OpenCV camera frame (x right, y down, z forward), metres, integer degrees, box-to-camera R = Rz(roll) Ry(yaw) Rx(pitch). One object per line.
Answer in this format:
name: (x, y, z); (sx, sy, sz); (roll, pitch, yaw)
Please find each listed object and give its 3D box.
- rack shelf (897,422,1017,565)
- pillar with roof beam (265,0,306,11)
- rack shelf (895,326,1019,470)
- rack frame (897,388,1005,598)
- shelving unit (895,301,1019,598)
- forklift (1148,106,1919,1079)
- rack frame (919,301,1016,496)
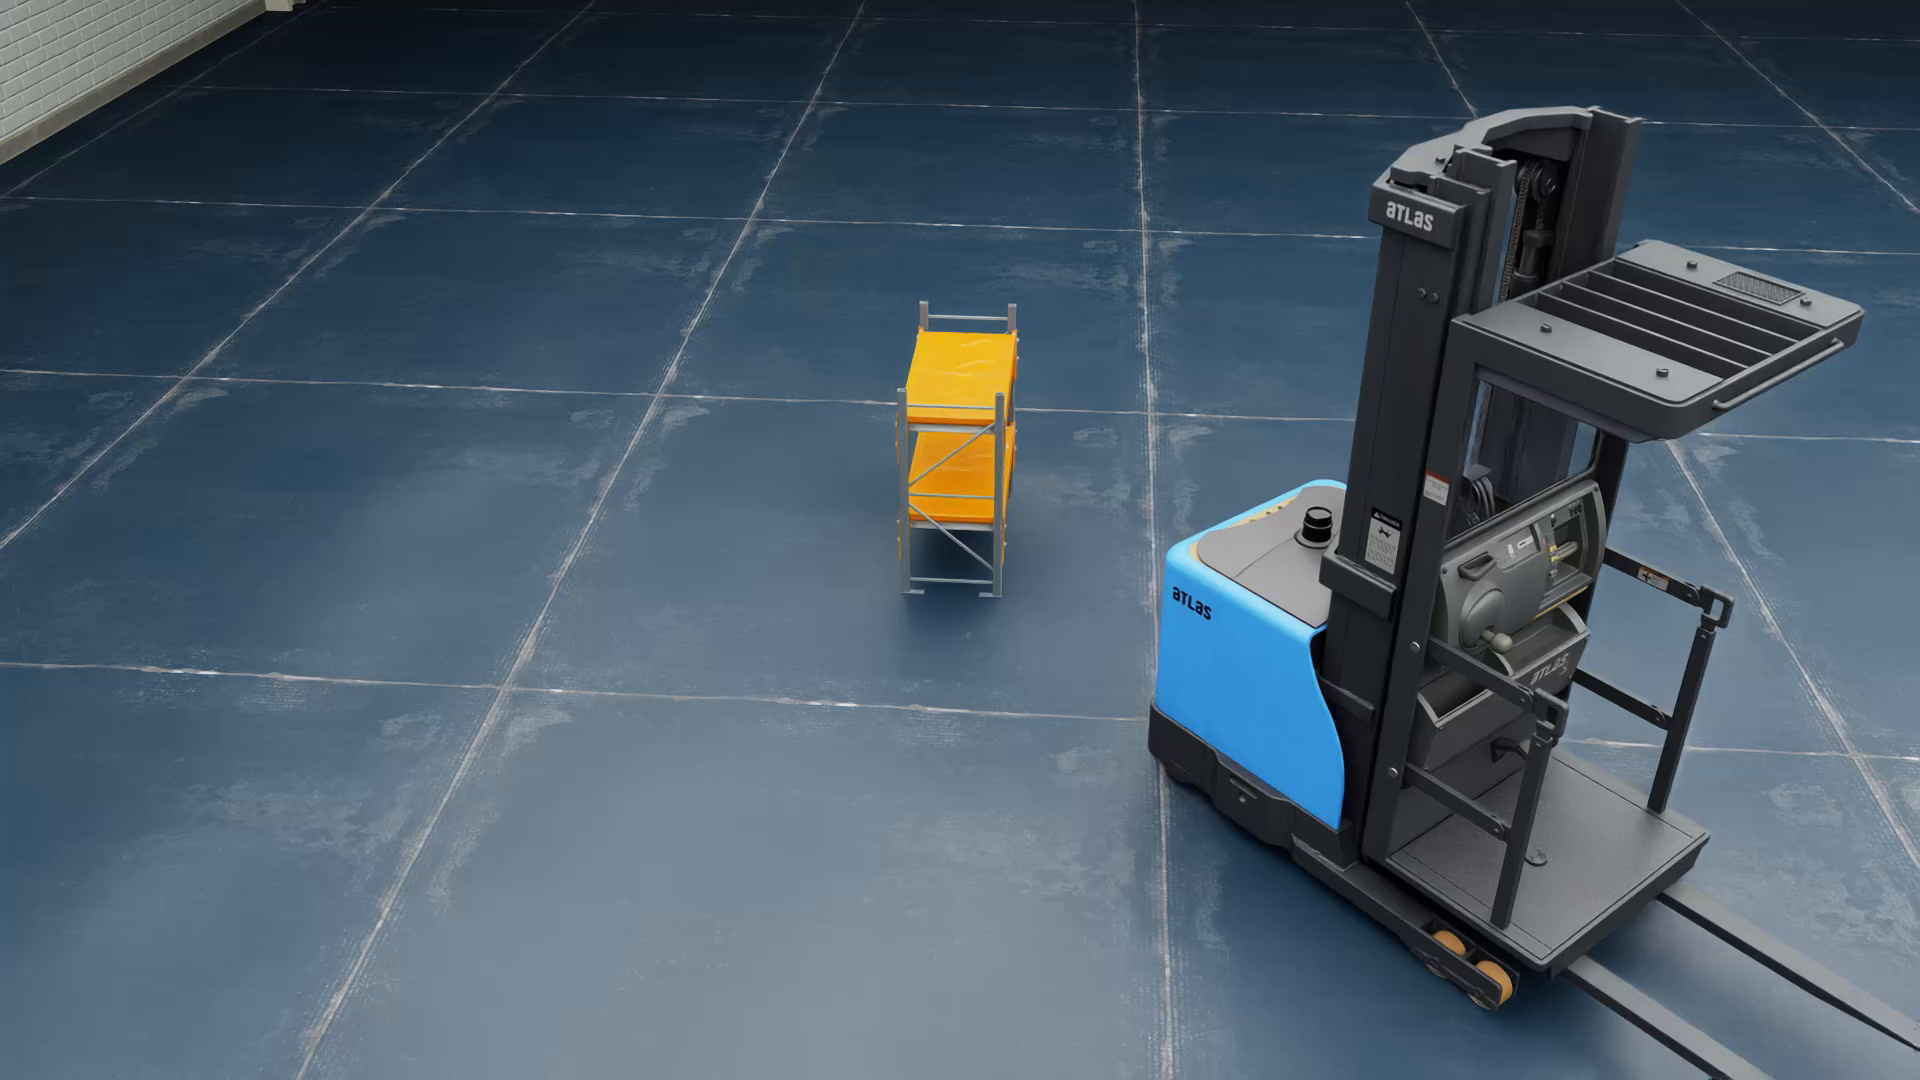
rack shelf: (-0.001, -0.267, 8.577); (0.538, 0.278, 1.000); (2, 32, 4)
pillar with roof beam: (-3.125, -9.511, 15.606); (9.100, 9.000, 0.400); (2, 32, 4)
rack shelf: (-0.001, -0.725, 8.296); (0.538, 0.278, 1.000); (2, 32, 4)
rack frame: (-0.042, -0.210, 8.018); (0.500, 1.125, 0.032); (2, 32, 4)
shelving unit: (-0.001, -0.475, 8.449); (0.538, 1.125, 1.048); (2, 32, 4)
forklift: (2.121, 0.145, 5.722); (1.130, 2.935, 3.031); (-23, 38, -32)
rack frame: (0.041, -0.741, 8.880); (0.500, 1.125, 0.032); (2, 32, 4)
